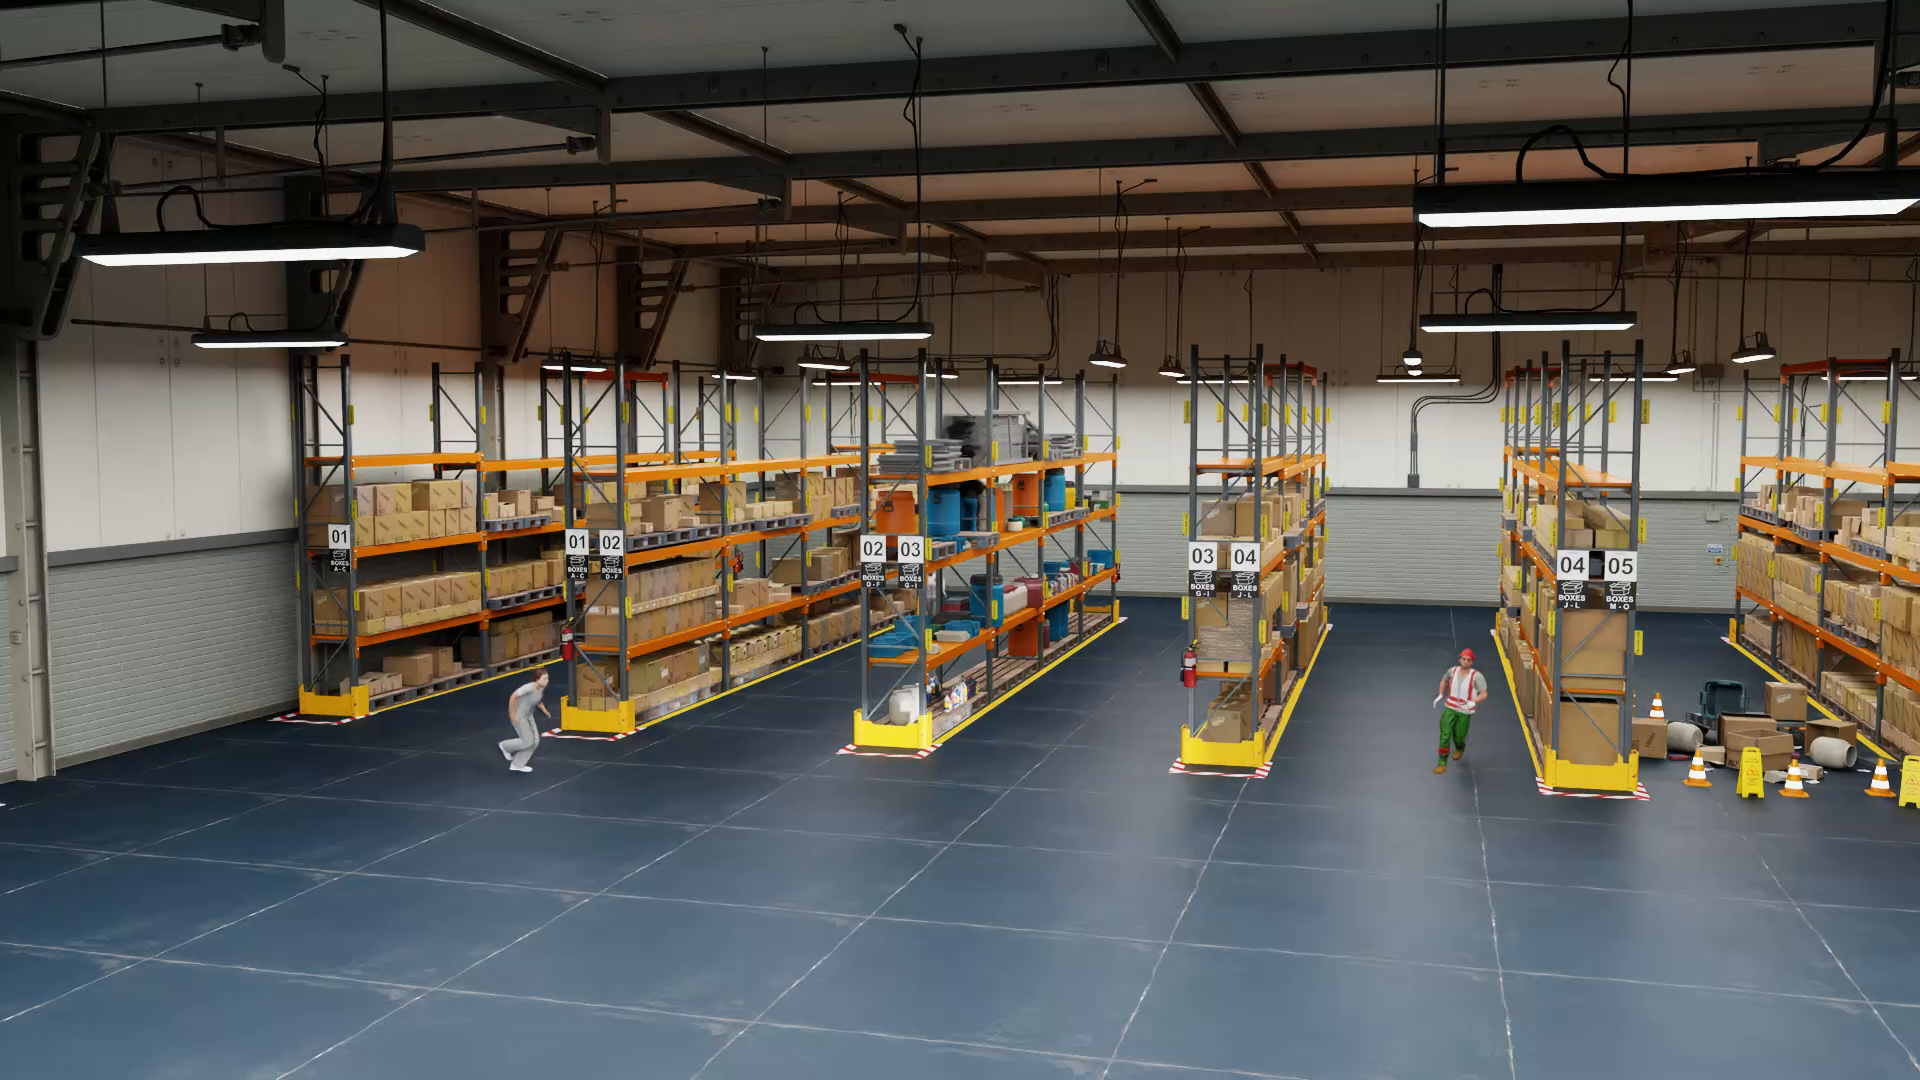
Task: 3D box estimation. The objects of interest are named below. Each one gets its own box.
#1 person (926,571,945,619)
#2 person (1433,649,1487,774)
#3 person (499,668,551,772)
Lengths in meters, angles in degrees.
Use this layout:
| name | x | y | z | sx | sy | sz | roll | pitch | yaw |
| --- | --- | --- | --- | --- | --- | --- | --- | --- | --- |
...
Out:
| name | x | y | z | sx | sy | sz | roll | pitch | yaw |
| --- | --- | --- | --- | --- | --- | --- | --- | --- | --- |
| person | -0.642 | 1.326 | 38.069 | 0.609 | 1.660 | 0.939 | 0 | 4 | 5 |
| person | 7.017 | 2.379 | 23.313 | 0.726 | 1.736 | 0.875 | 3 | 5 | 31 |
| person | -6.129 | 2.524 | 23.307 | 0.819 | 1.490 | 0.582 | 2 | 5 | 22 |
